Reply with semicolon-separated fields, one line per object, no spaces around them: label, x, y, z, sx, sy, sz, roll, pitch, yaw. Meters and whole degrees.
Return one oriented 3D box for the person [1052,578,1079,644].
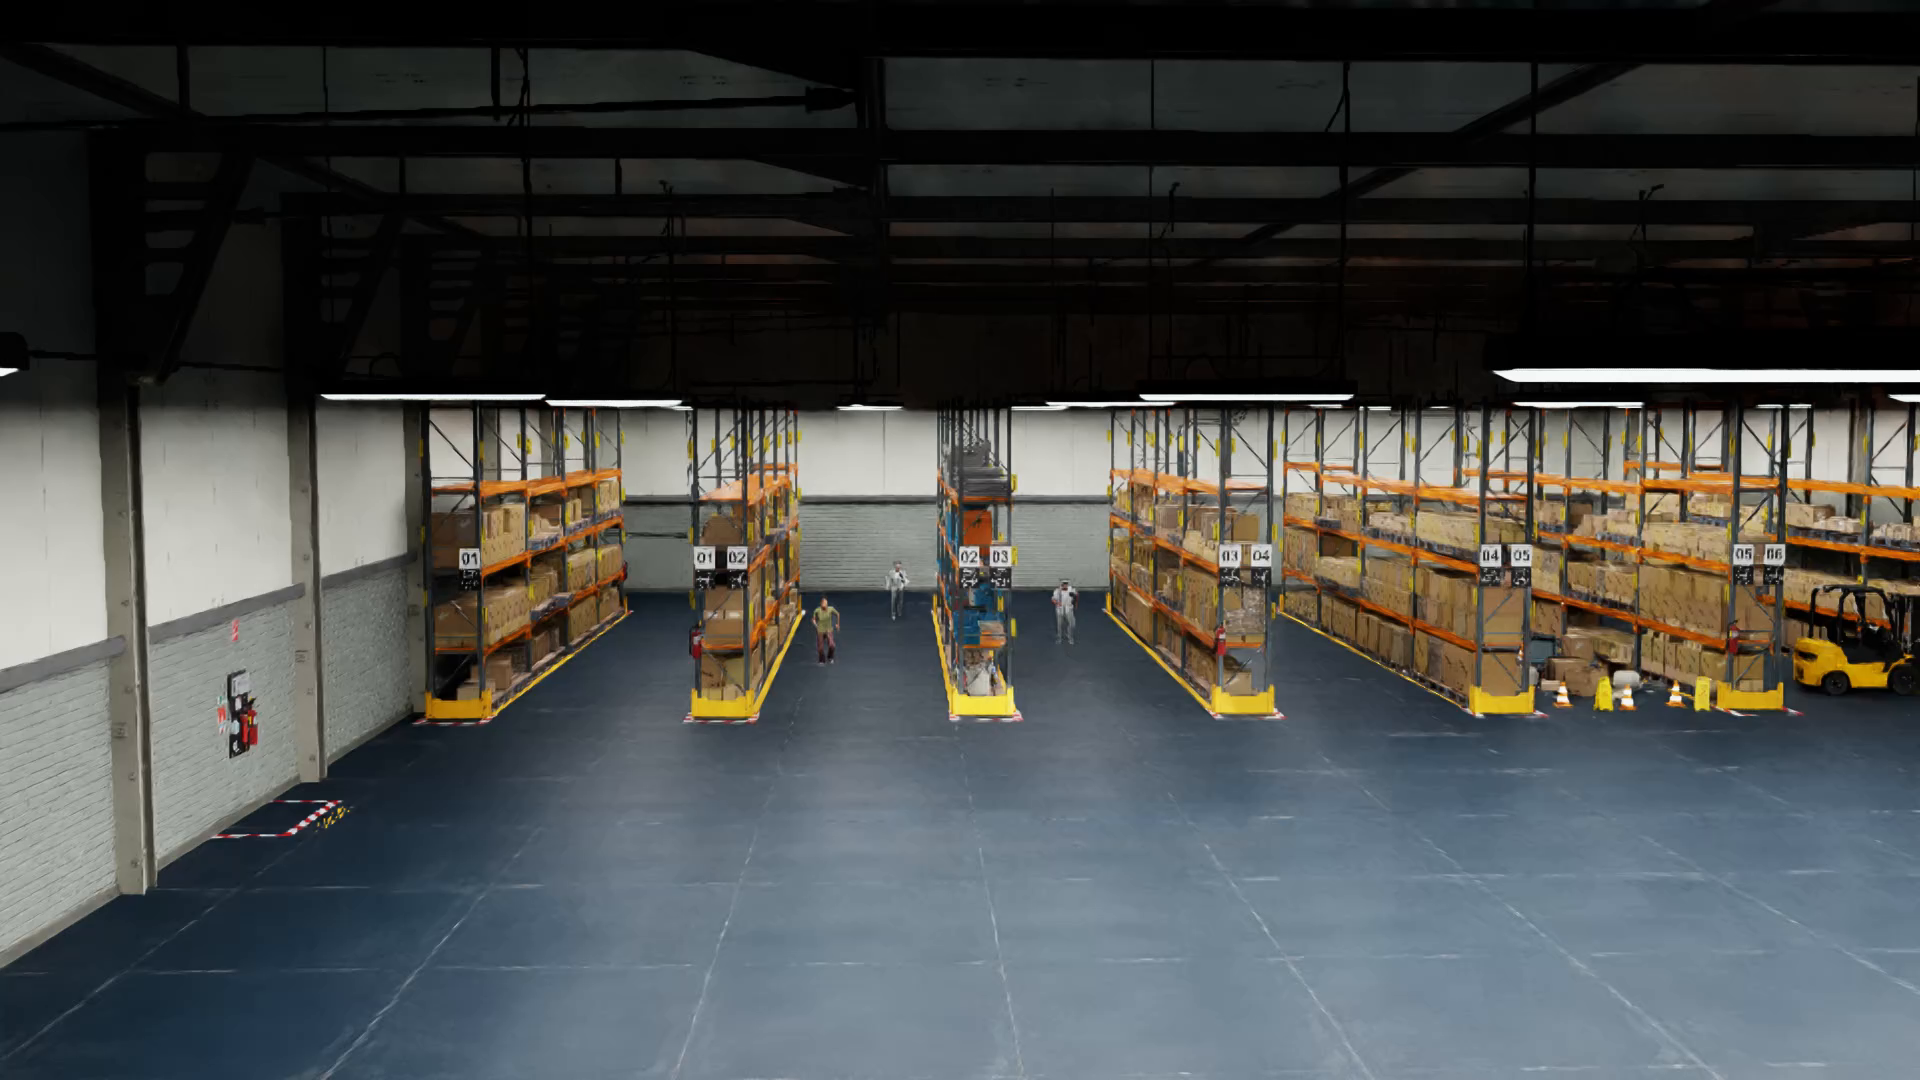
person;2.577;1.738;40.746;0.660;1.682;0.915;0;4;4

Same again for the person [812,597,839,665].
person;-3.023;2.051;37.384;0.595;1.589;0.739;0;4;3

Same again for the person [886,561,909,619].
person;-1.737;1.355;46.099;0.639;1.610;0.838;0;4;-6

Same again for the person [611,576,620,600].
person;-9.970;1.181;48.213;0.484;1.651;0.440;2;5;27
